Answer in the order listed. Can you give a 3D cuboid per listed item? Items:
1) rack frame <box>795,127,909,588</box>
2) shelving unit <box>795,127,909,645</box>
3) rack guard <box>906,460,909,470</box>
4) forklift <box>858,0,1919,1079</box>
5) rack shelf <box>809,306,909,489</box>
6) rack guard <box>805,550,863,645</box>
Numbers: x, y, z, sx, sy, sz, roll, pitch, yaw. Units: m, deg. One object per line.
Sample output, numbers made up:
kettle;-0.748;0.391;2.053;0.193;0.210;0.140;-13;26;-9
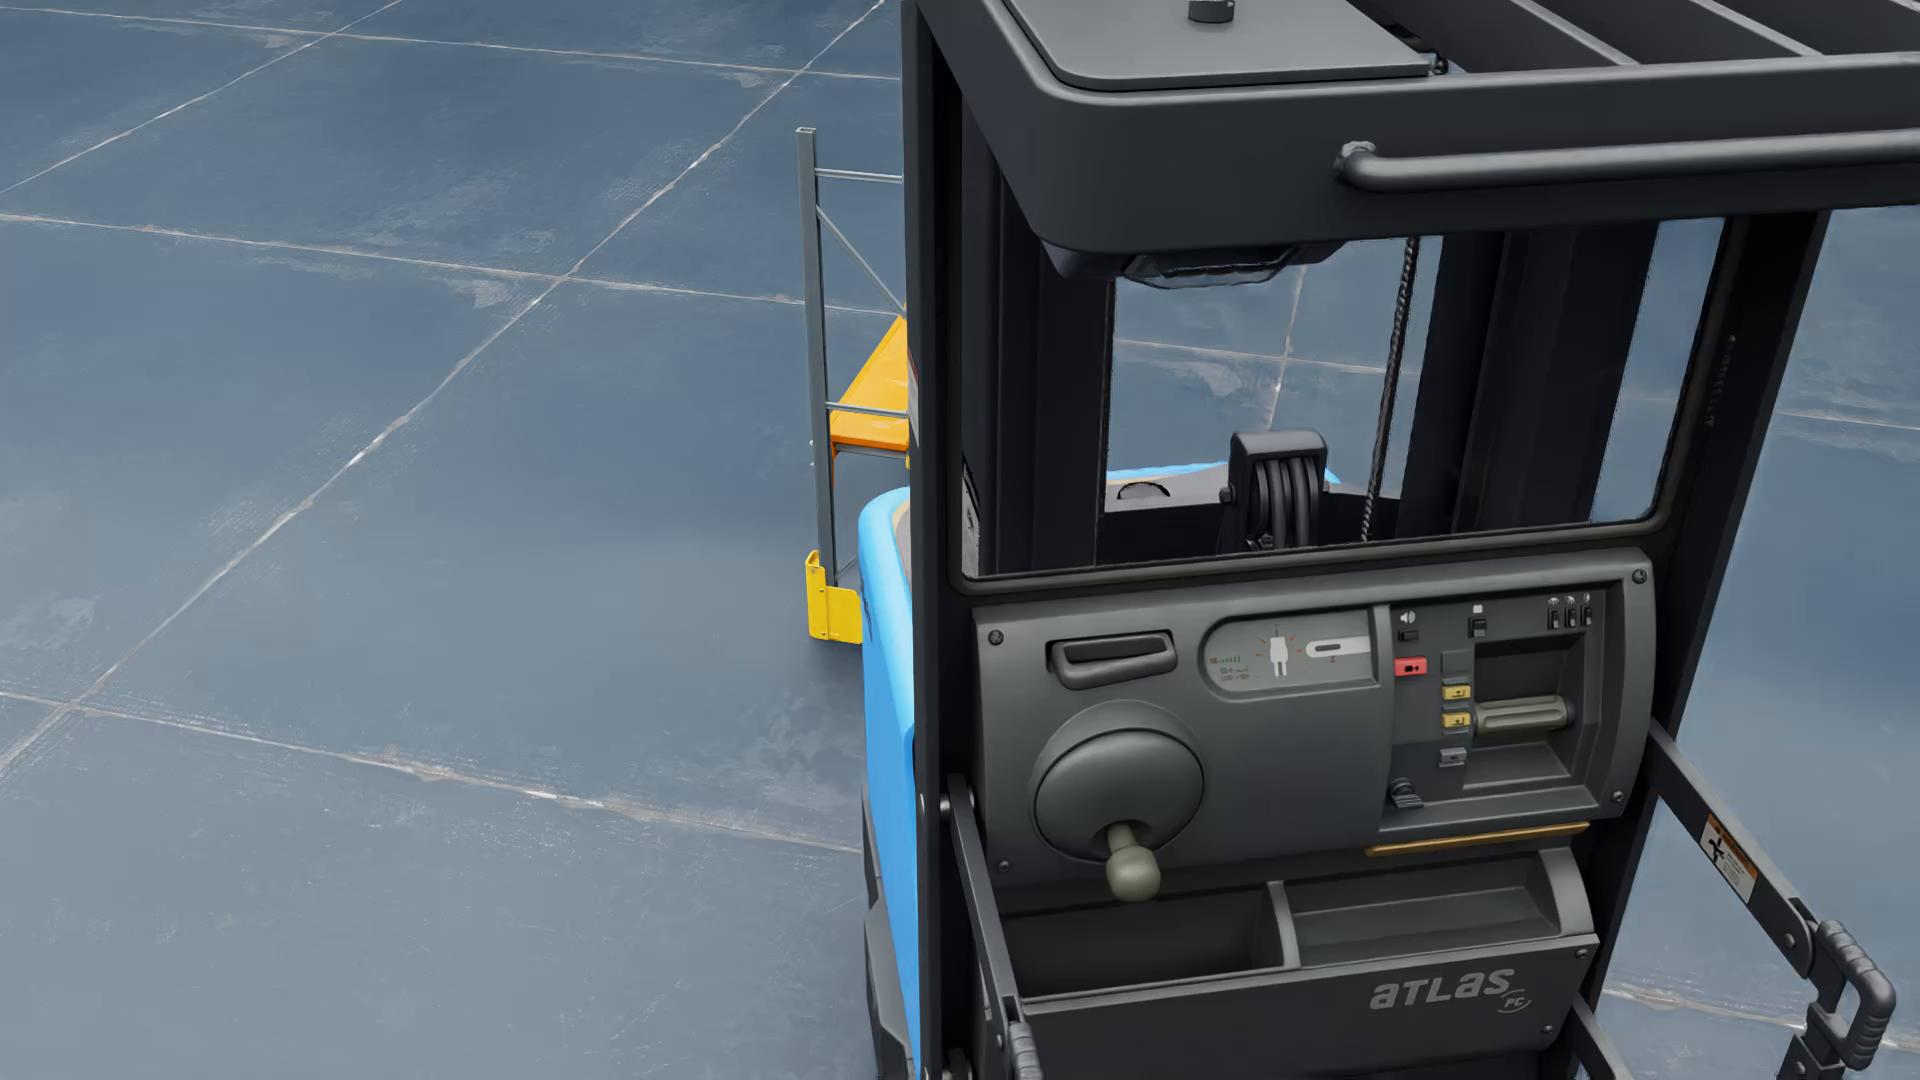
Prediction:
rack frame;-0.151;-0.325;4.363;0.500;1.500;0.032;8;33;12
shelving unit;-0.019;-0.593;4.785;0.587;1.500;1.083;8;33;12
rack guard;0.107;-0.324;5.527;0.587;0.250;0.087;8;33;12
forklift;0.520;0.301;2.044;1.130;2.935;3.031;-5;33;-8
rack shelf;-0.022;-0.437;4.875;0.538;0.185;1.000;8;33;12
rack guard;-0.146;0.192;4.714;0.587;0.250;0.087;8;33;12
